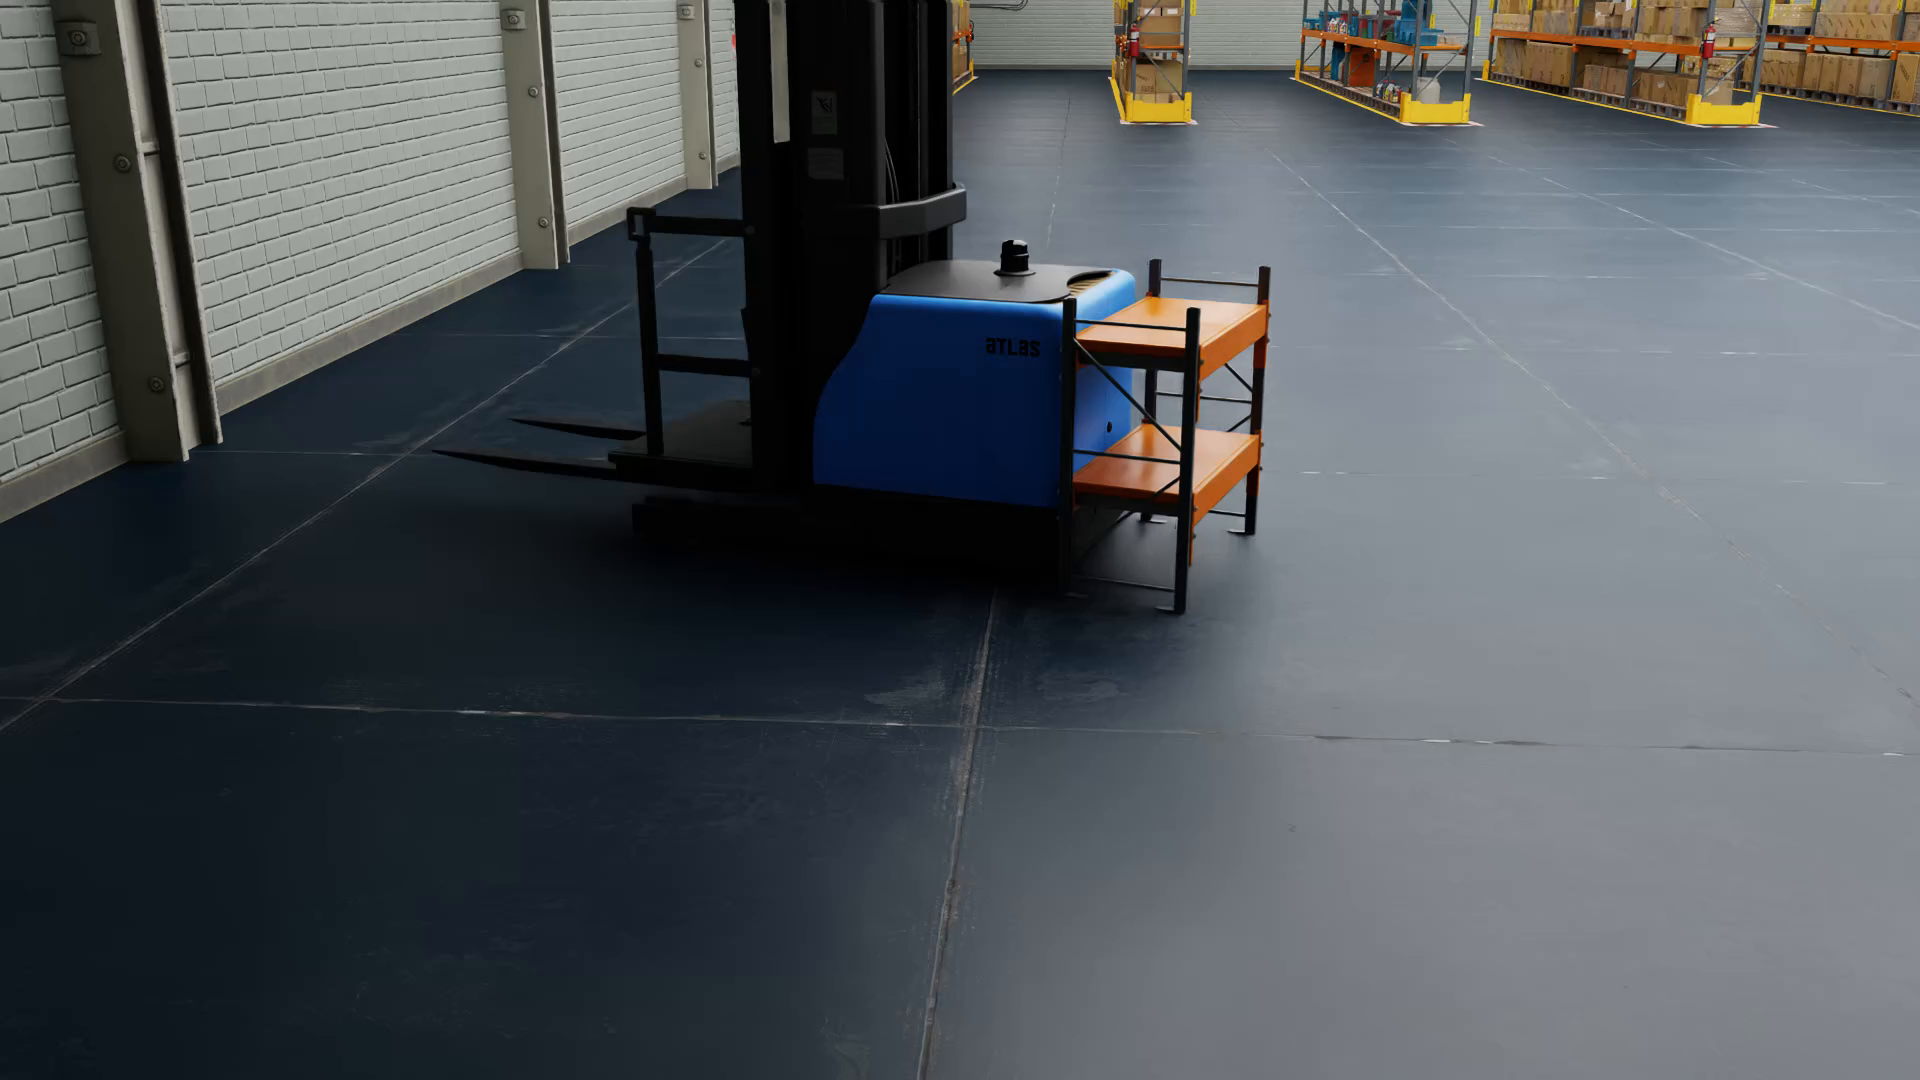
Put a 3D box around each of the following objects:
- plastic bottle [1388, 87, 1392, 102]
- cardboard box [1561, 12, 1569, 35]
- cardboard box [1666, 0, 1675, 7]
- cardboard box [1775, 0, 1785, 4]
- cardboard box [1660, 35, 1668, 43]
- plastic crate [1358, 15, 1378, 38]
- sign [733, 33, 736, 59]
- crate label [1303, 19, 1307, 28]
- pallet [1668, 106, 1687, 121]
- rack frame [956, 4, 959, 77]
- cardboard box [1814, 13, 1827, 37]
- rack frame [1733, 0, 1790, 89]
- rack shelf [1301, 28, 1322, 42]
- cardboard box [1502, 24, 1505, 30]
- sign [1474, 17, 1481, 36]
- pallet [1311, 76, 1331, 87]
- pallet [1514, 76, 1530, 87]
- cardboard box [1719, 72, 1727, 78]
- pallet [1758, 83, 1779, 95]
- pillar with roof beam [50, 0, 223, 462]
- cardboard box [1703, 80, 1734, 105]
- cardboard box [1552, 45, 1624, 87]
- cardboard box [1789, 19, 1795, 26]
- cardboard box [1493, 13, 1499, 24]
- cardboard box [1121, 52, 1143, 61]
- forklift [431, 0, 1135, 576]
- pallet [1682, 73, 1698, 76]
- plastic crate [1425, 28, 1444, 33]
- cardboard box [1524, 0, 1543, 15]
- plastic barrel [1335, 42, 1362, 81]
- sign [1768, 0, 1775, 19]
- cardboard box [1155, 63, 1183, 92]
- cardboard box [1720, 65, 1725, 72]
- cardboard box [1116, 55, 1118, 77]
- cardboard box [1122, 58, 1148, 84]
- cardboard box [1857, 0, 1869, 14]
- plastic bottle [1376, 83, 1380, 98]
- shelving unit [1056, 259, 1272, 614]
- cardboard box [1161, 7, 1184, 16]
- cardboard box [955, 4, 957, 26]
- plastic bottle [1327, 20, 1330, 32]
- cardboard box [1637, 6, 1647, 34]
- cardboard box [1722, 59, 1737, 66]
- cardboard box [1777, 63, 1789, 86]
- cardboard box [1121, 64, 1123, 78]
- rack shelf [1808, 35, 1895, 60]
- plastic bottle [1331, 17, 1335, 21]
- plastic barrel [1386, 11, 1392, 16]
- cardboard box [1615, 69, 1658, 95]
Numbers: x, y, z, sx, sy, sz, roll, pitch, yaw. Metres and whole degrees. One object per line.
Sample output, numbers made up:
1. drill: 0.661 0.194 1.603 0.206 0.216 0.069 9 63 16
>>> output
1. plastic bottle: 8.250 -8.484 31.664 0.152 0.276 0.135 1 18 2
2. cardboard box: 13.844 -11.603 37.356 0.500 0.500 0.500 1 18 3
3. cardboard box: 13.346 -10.063 30.574 0.500 0.500 0.500 1 18 4
4. cardboard box: 19.516 -13.141 39.966 0.500 0.500 0.500 2 18 5
5. cardboard box: 13.317 -9.354 31.056 0.380 0.149 0.250 1 18 4
6. plastic crate: 8.652 -10.888 35.231 0.402 0.464 0.583 1 18 4
7. sign: -2.982 -6.543 22.017 0.001 0.329 0.234 1 18 4
8. crate label: 9.301 -13.717 44.140 0.416 0.233 0.303 1 18 4
9. pallet: 13.539 -7.707 30.106 1.003 0.211 1.213 1 18 4
10. rack frame: -0.521 -12.816 41.218 1.000 3.000 0.127 1 18 4
11. cardboard box: 18.652 -11.014 35.558 0.500 0.500 0.500 1 18 5
12. rack frame: 19.240 -12.342 39.772 1.000 3.000 0.127 1 18 4
13. rack shelf: 9.504 -12.874 42.551 1.077 0.370 4.000 1 18 4
14. cardboard box: 14.161 -13.185 42.748 0.380 0.149 0.250 1 18 3
15. sign: 9.048 -8.986 29.084 0.100 0.325 0.005 1 18 4
16. pallet: 9.374 -11.499 41.677 1.003 0.211 1.213 1 18 4
17. pallet: 14.433 -11.394 41.355 1.003 0.211 1.213 1 18 4
18. cardboard box: 18.985 -11.479 41.041 0.380 0.149 0.250 1 18 2
19. pallet: 19.101 -10.395 38.309 1.003 0.211 1.213 1 18 4
20. pillar with roof beam: 0.379 -4.627 6.591 9.100 9.000 0.400 1 18 4
21. cardboard box: 13.502 -7.963 29.746 0.500 0.500 0.500 5 19 14
22. cardboard box: 14.084 -10.646 37.333 1.225 0.875 0.875 0 18 1
23. cardboard box: 18.550 -11.421 36.689 0.380 0.149 0.250 1 18 4
24. cardboard box: 14.284 -13.654 43.538 0.500 0.250 0.500 1 18 2
25. cardboard box: 3.966 -11.155 38.253 0.500 0.250 0.500 2 18 6
26. forklift: -0.832 -1.519 6.852 3.031 2.935 1.130 7 19 19
27. pallet: 19.428 -11.984 43.158 1.003 0.211 1.213 1 18 4
28. plastic crate: 8.978 -9.690 31.916 0.499 0.251 0.616 1 18 4
29. cardboard box: 14.067 -13.059 40.520 0.500 0.500 0.500 2 18 5
30. plastic barrel: 9.254 -11.409 39.619 0.600 0.901 0.708 1 18 4
31. sign: 13.981 -9.157 28.660 0.100 0.325 0.005 1 18 4
32. cardboard box: 3.854 -8.546 30.723 0.500 0.500 0.500 1 18 4
33. cardboard box: 18.955 -11.601 40.937 0.380 0.149 0.250 1 18 2
34. cardboard box: 4.178 -11.911 41.764 0.500 0.500 0.500 1 18 4
35. cardboard box: 3.501 -9.334 33.129 0.500 0.500 0.500 1 18 4
36. cardboard box: 18.806 -11.008 33.934 0.700 0.500 0.500 1 18 3
37. plastic bottle: 8.327 -8.934 33.045 0.097 0.271 0.097 0 18 0
38. shelving unit: 0.807 -0.444 6.470 0.538 1.125 1.048 8 20 23
39. cardboard box: 3.803 -9.452 29.751 0.380 0.149 0.250 1 18 4
40. cardboard box: -0.330 -12.707 40.214 0.500 0.500 0.500 1 18 4
41. plastic bottle: 8.899 -12.394 40.116 0.061 0.283 0.133 1 18 4
42. cardboard box: 13.633 -10.050 32.139 0.875 0.500 0.500 1 18 4
43. cardboard box: 18.996 -11.744 40.894 0.380 0.149 0.250 1 18 3
44. cardboard box: 18.781 -10.483 37.438 0.500 0.500 0.500 2 18 6
45. cardboard box: 3.698 -9.986 35.423 0.500 0.311 0.500 1 18 3
46. rack shelf: 18.810 -10.137 34.197 1.077 0.370 4.000 1 18 4
47. plastic bottle: 9.009 -12.457 40.201 0.144 0.351 0.185 1 18 4
48. plastic barrel: 9.158 -10.829 34.937 0.433 0.535 0.433 0 18 0
49. cardboard box: 13.845 -9.359 33.975 0.700 0.500 0.500 1 18 4
